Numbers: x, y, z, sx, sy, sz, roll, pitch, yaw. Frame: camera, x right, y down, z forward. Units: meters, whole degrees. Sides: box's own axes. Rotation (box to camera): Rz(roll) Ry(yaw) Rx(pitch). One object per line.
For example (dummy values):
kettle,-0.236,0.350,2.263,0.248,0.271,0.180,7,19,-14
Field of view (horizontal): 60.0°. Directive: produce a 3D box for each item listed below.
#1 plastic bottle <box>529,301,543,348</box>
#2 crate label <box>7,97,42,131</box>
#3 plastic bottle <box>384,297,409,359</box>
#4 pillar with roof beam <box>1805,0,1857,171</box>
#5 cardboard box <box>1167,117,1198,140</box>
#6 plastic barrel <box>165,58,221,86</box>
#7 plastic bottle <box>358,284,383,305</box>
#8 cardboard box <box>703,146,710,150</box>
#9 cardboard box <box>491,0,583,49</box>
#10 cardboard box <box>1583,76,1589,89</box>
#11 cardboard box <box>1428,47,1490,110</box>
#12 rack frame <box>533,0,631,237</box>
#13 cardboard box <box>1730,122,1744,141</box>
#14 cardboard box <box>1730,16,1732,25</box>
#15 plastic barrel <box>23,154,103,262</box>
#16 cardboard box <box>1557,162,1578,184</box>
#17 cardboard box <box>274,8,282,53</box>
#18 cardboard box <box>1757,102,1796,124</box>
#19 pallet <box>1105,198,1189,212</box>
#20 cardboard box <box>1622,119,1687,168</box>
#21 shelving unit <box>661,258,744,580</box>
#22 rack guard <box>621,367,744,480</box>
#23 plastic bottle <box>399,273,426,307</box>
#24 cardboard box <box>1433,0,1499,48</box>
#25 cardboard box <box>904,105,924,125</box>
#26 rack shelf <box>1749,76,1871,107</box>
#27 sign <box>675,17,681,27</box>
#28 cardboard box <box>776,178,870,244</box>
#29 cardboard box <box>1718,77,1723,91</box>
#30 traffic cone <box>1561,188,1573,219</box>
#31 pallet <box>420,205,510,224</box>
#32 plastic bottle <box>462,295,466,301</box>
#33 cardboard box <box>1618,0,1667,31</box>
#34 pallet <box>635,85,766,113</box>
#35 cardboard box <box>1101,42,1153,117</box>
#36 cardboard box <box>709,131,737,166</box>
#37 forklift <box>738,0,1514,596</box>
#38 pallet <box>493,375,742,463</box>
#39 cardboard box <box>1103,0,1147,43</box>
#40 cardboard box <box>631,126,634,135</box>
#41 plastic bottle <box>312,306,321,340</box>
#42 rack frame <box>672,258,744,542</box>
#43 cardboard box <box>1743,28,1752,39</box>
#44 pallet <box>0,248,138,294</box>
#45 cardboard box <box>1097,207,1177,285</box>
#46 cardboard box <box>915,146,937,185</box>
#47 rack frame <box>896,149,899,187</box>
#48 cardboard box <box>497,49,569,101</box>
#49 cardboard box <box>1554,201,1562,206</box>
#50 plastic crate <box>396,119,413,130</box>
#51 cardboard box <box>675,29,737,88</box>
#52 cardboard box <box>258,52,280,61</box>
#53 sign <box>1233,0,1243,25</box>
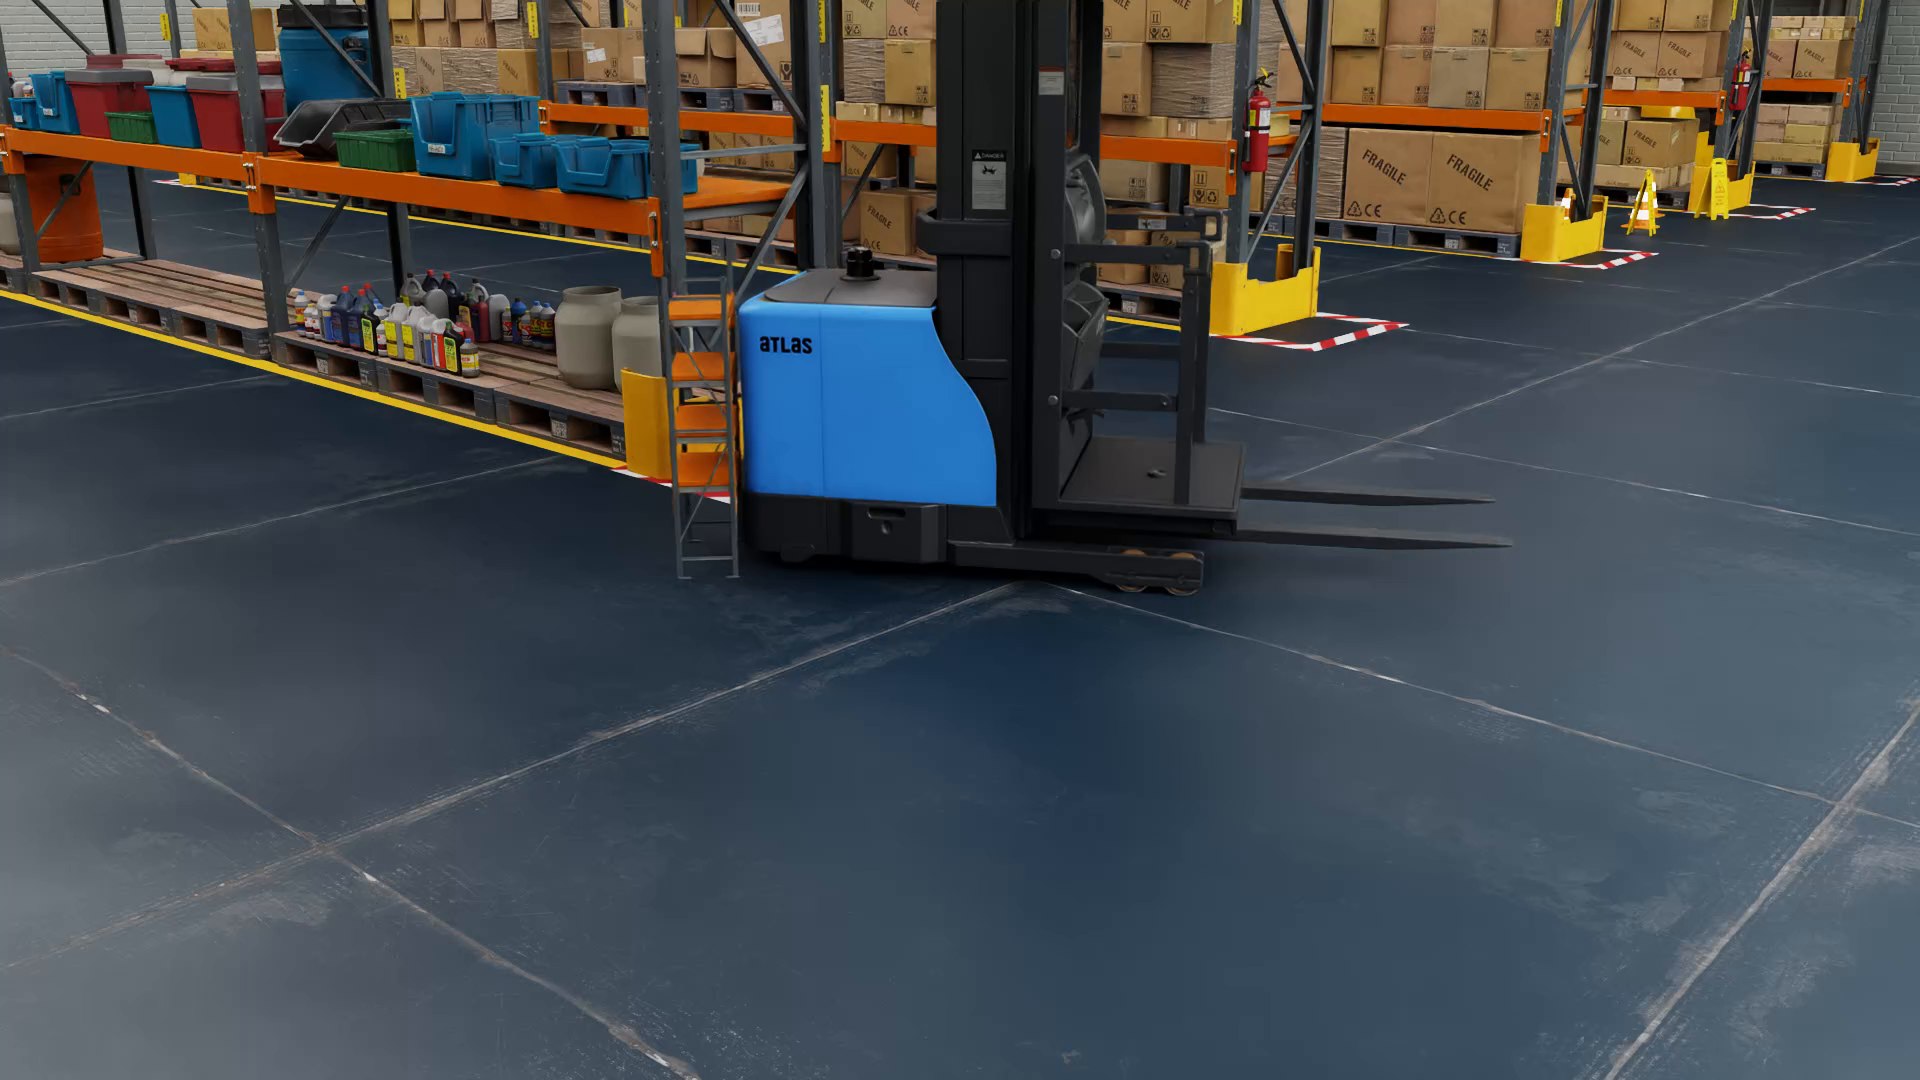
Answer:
plastic bottle,-2.548,-1.306,10.051,0.097,0.271,0.097,0,18,0
crate label,-6.984,-3.230,12.608,0.416,0.233,0.303,15,23,39
plastic bottle,-3.271,-1.244,9.725,0.185,0.351,0.144,15,23,39
pillar with roof beam,9.310,-8.589,19.299,0.400,9.000,9.100,15,23,39
cardboard box,1.684,-2.935,11.816,0.250,0.149,0.380,15,23,39
plastic barrel,-5.501,-3.217,12.065,0.433,0.535,0.433,0,18,0
plastic bottle,-3.635,-1.400,10.216,0.185,0.351,0.144,15,23,39
cardboard box,-3.446,-5.492,23.477,0.250,0.149,0.380,14,22,37
cardboard box,-4.299,-5.276,16.955,0.637,0.503,0.797,16,24,41
cardboard box,7.374,-5.384,19.532,0.250,0.149,0.380,15,23,39
cardboard box,4.855,-4.337,15.570,0.550,0.550,0.875,15,23,39
rack frame,-3.763,-4.600,16.648,0.127,3.000,1.000,15,23,39
cardboard box,10.751,-5.717,23.191,0.500,0.250,0.500,14,23,38
cardboard box,10.661,-7.116,22.846,0.250,0.149,0.380,16,23,40
plastic barrel,-7.428,-2.740,13.679,0.708,0.830,0.600,15,23,39
cardboard box,7.238,-4.437,19.984,0.500,0.250,0.500,14,22,37
cardboard box,-7.648,-5.964,19.463,0.500,0.500,0.500,15,23,40
cardboard box,11.153,-5.849,22.781,0.500,0.250,0.500,16,23,40
pallet,1.969,-3.708,18.445,1.213,0.211,1.003,15,23,39
cardboard box,8.026,-4.585,19.211,0.500,0.500,0.500,15,23,40
shelving unit,-1.024,-0.493,6.682,0.258,1.200,0.503,-2,18,-4
rack guard,-1.155,-0.686,8.448,0.348,0.500,1.175,15,23,39
plastic bottle,-3.482,-1.527,10.615,0.185,0.351,0.144,15,23,39
cardboard box,4.864,-4.855,15.417,0.550,0.550,0.875,15,23,39
cardboard box,-0.233,-3.421,13.347,0.250,0.149,0.380,15,23,39
rack shelf,10.594,-6.418,23.566,4.000,0.370,1.077,15,23,39
sign,-3.741,-6.793,22.128,0.005,0.325,0.100,15,23,39
cardboard box,-1.216,-2.943,14.832,0.500,0.500,0.700,13,22,35
cardboard box,8.682,-5.231,19.052,0.250,0.149,0.380,15,23,39
traffic cone,6.134,-3.314,16.790,0.334,0.463,0.336,15,23,39
pallet,-5.211,-3.691,18.394,1.213,0.211,1.003,15,23,39
plastic bottle,-3.093,-1.465,10.534,0.061,0.283,0.133,-17,24,-42
cardboard box,7.898,-6.058,18.933,0.500,0.500,0.700,15,23,40
pallet,-2.255,-4.120,15.453,1.213,0.211,1.003,15,23,39
cardboard box,1.374,-3.373,12.124,0.500,0.500,0.875,15,23,39
cardboard box,-3.010,-5.305,22.308,0.500,0.500,0.500,16,24,41
forklift,0.684,-1.354,6.534,3.031,2.935,1.130,3,18,11
pallet,-1.759,-0.713,9.009,1.213,0.211,1.003,15,23,39
cardboard box,1.267,-3.813,11.859,0.500,0.500,0.500,15,23,39
cardboard box,-4.640,-5.836,23.579,0.250,0.149,0.380,14,22,37
plastic bottle,-3.959,-1.348,10.300,0.097,0.201,0.097,0,18,0
rack frame,-1.044,-0.567,6.913,0.240,1.200,0.015,-2,18,-4
cardboard box,10.872,-6.929,22.747,0.250,0.149,0.380,14,22,38
pallet,-7.668,-2.299,14.008,1.213,0.211,1.003,15,23,39
cardboard box,1.295,-2.244,12.662,0.500,0.500,0.500,-11,21,-31
cardboard box,0.001,-4.687,19.947,0.750,0.750,1.050,15,23,39
rack frame,-0.395,-5.702,20.120,0.127,3.000,1.000,15,23,39
cardboard box,-4.297,-4.691,16.768,0.500,0.500,0.500,16,24,41
cardboard box,6.478,-3.683,18.471,0.380,0.149,0.250,-6,18,-18
plastic crate,-3.051,-2.445,10.102,0.616,0.251,0.499,15,23,39
cardboard box,-2.129,-4.373,15.069,0.797,0.503,0.637,-15,23,-40
cardboard box,-8.030,-5.709,19.897,0.500,0.250,0.500,16,23,40
sign,1.837,-3.575,10.980,0.005,0.325,0.100,15,23,39
